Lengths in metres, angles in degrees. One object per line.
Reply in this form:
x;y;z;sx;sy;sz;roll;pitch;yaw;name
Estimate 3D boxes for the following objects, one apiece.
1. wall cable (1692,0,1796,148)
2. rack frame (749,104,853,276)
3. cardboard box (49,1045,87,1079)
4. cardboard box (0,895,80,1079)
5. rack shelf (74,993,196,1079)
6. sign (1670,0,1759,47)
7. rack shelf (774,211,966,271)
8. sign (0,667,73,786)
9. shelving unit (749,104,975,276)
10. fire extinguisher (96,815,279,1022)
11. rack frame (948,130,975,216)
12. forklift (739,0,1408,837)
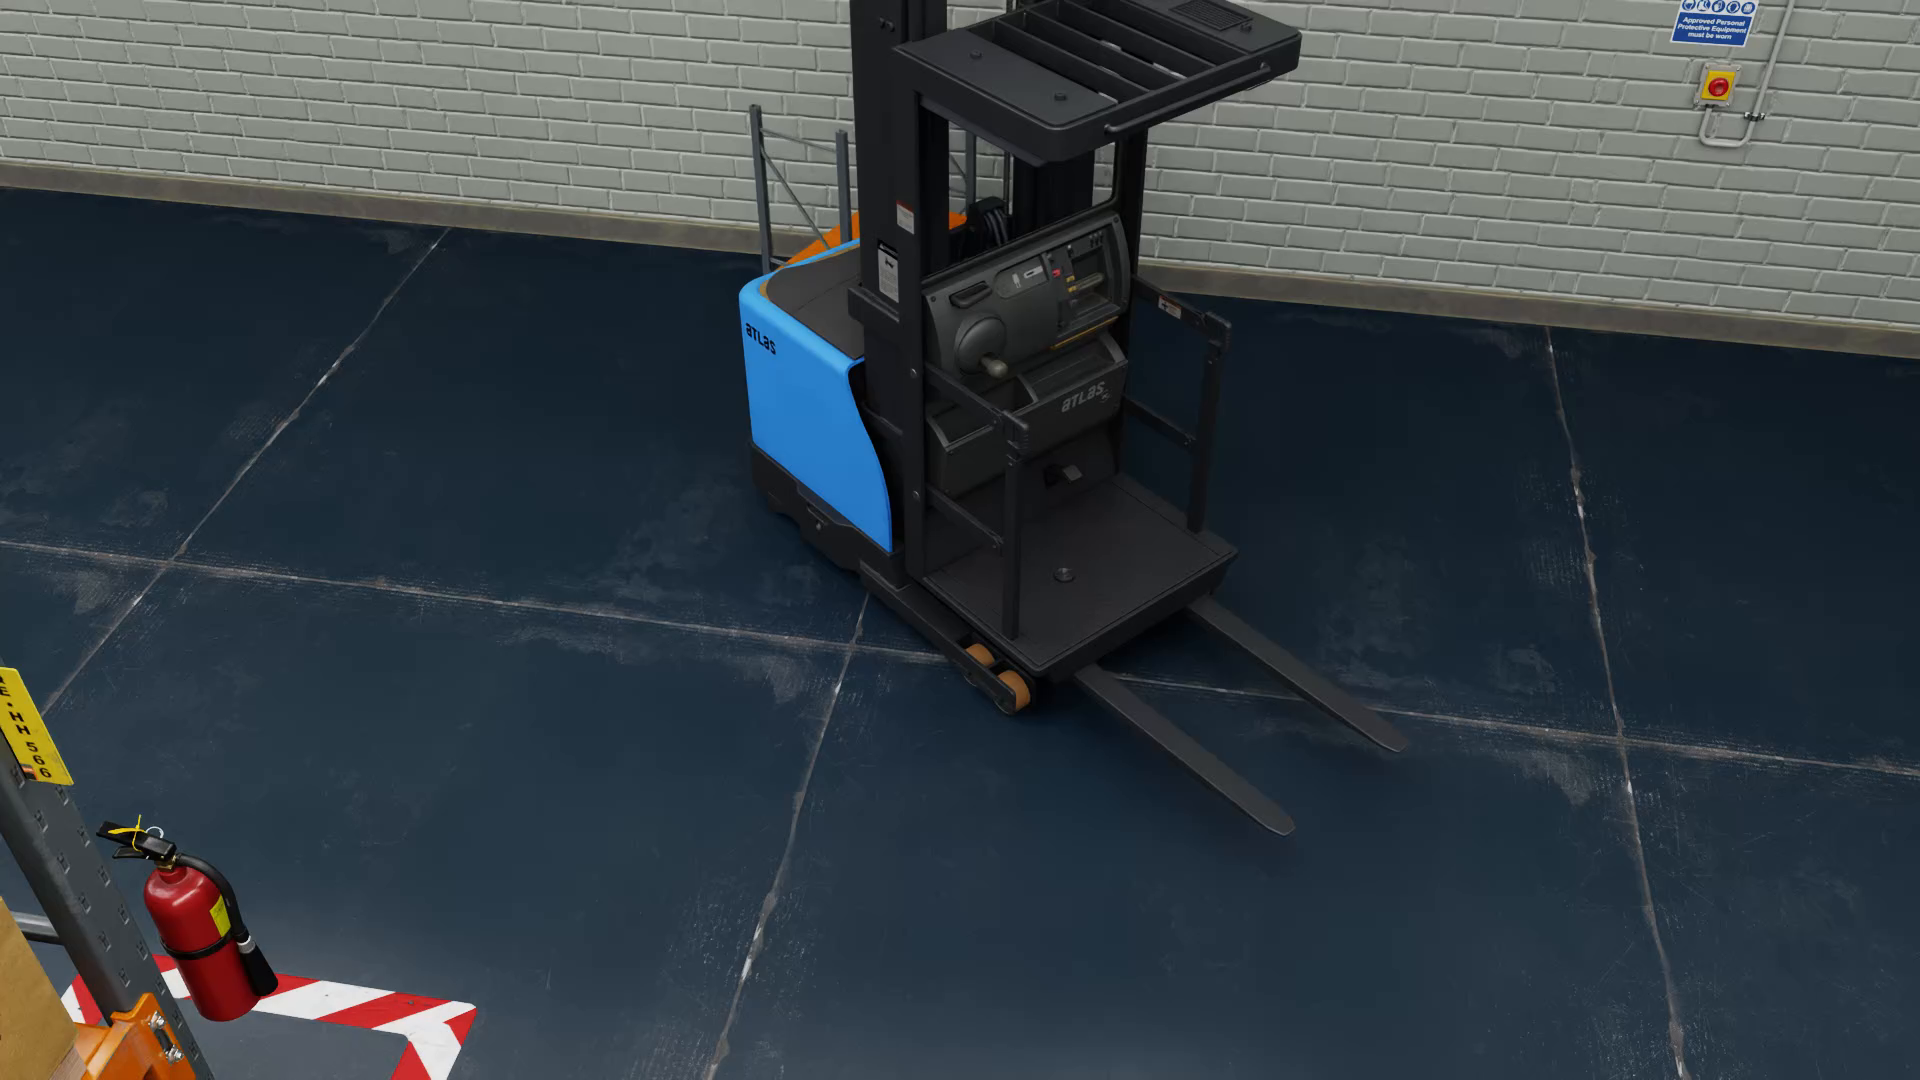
3.446;-2.600;7.218;0.585;1.953;0.123;6;40;8;wall cable
-0.690;-1.212;7.539;0.500;1.500;0.032;22;44;24;rack frame
-2.178;1.196;3.647;0.380;0.149;0.250;6;40;8;cardboard box
-2.224;1.020;3.350;0.500;0.500;0.500;7;40;9;cardboard box
-2.746;2.395;2.563;1.077;0.370;4.000;6;40;8;rack shelf
3.409;-2.344;7.519;0.327;0.218;0.001;6;40;8;sign
-0.418;-1.347;7.984;0.538;0.185;1.000;22;44;24;rack shelf
-1.856;0.369;3.293;0.100;0.325;0.005;6;40;8;sign
-0.413;-1.490;7.875;0.587;1.500;1.083;22;44;24;shelving unit
-1.901;0.929;4.125;0.296;0.674;0.183;6;40;8;fire extinguisher
-0.145;-1.759;8.200;0.500;1.500;0.032;22;44;24;rack frame
0.398;-0.824;5.946;1.130;2.935;3.031;-28;47;-29;forklift
